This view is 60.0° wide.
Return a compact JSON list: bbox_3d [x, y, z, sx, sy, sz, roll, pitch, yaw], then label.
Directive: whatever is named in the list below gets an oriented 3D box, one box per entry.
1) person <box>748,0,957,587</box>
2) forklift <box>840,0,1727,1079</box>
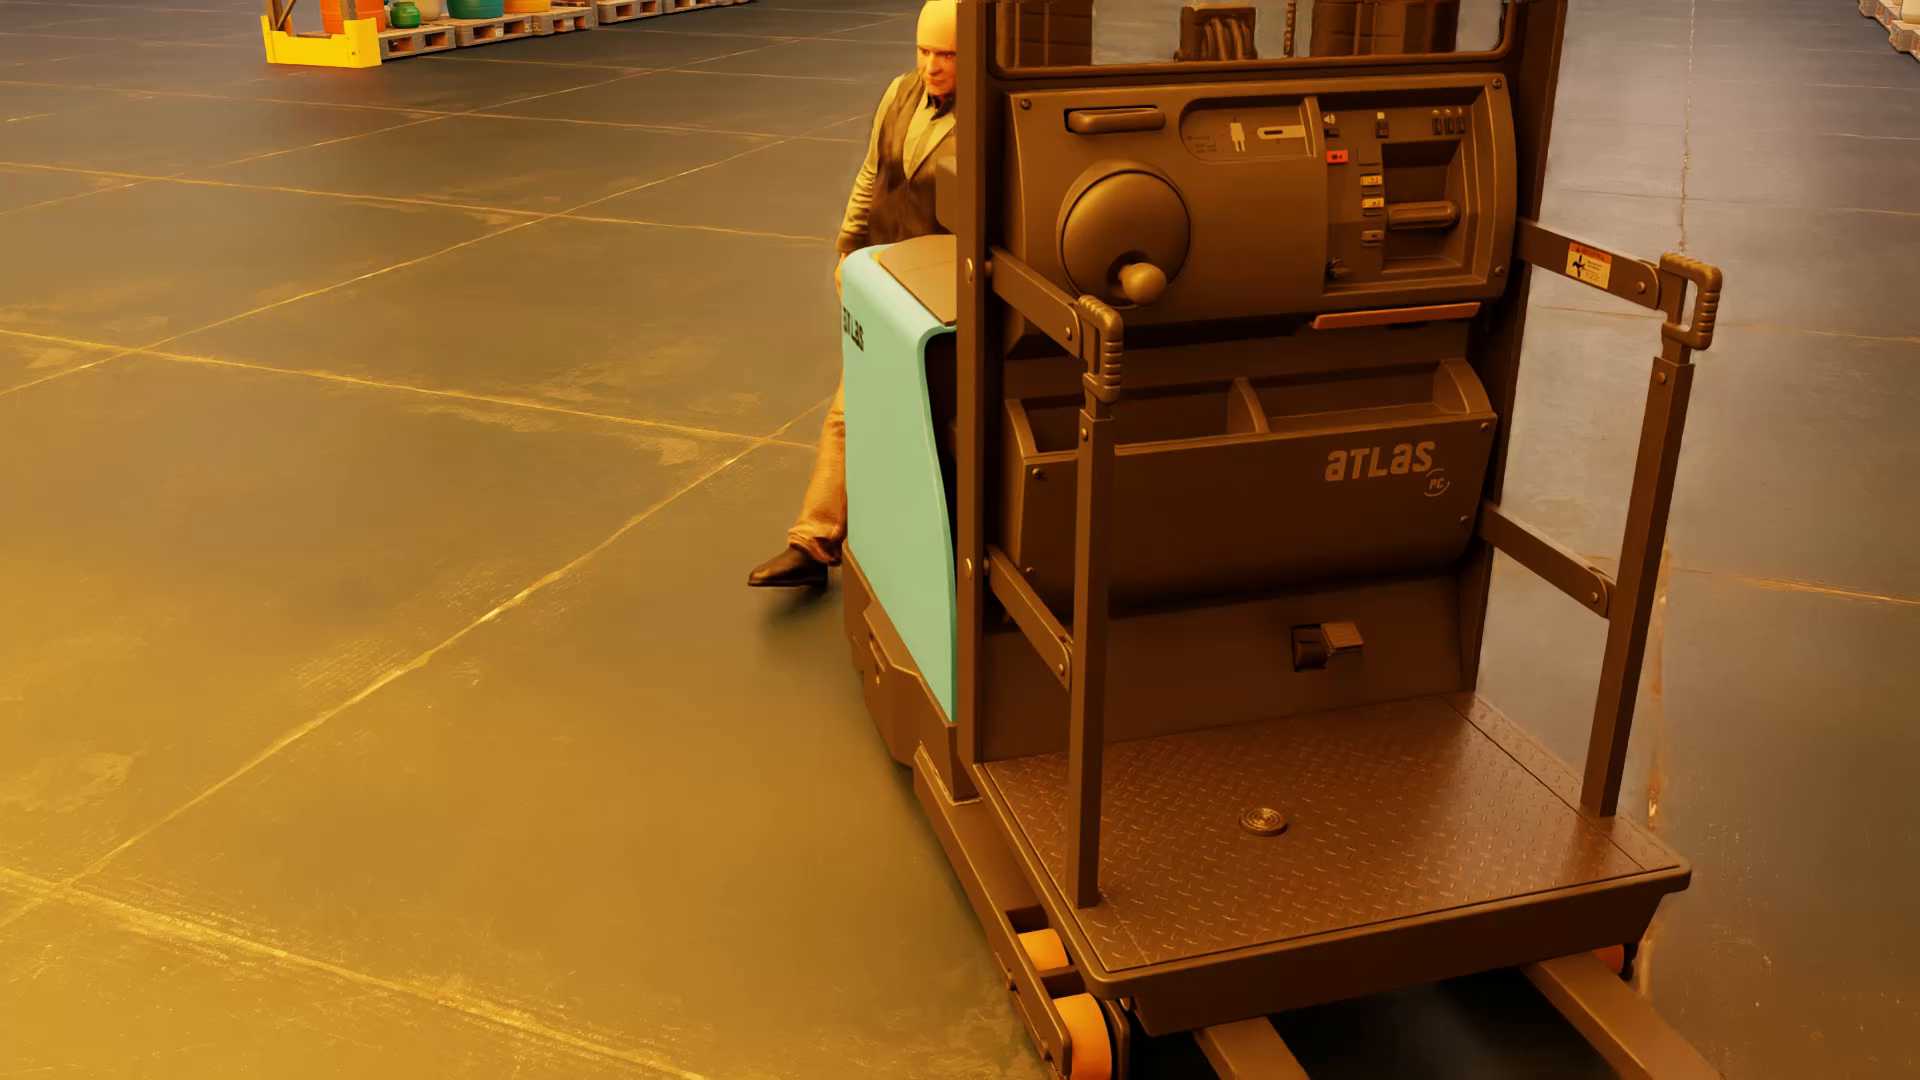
[{"bbox_3d":[-0.145,-0.604,4.491,0.810,1.653,0.889,17,28,35],"label":"person"},{"bbox_3d":[0.599,-0.579,2.678,1.130,2.935,3.031,-6,24,-15],"label":"forklift"}]
